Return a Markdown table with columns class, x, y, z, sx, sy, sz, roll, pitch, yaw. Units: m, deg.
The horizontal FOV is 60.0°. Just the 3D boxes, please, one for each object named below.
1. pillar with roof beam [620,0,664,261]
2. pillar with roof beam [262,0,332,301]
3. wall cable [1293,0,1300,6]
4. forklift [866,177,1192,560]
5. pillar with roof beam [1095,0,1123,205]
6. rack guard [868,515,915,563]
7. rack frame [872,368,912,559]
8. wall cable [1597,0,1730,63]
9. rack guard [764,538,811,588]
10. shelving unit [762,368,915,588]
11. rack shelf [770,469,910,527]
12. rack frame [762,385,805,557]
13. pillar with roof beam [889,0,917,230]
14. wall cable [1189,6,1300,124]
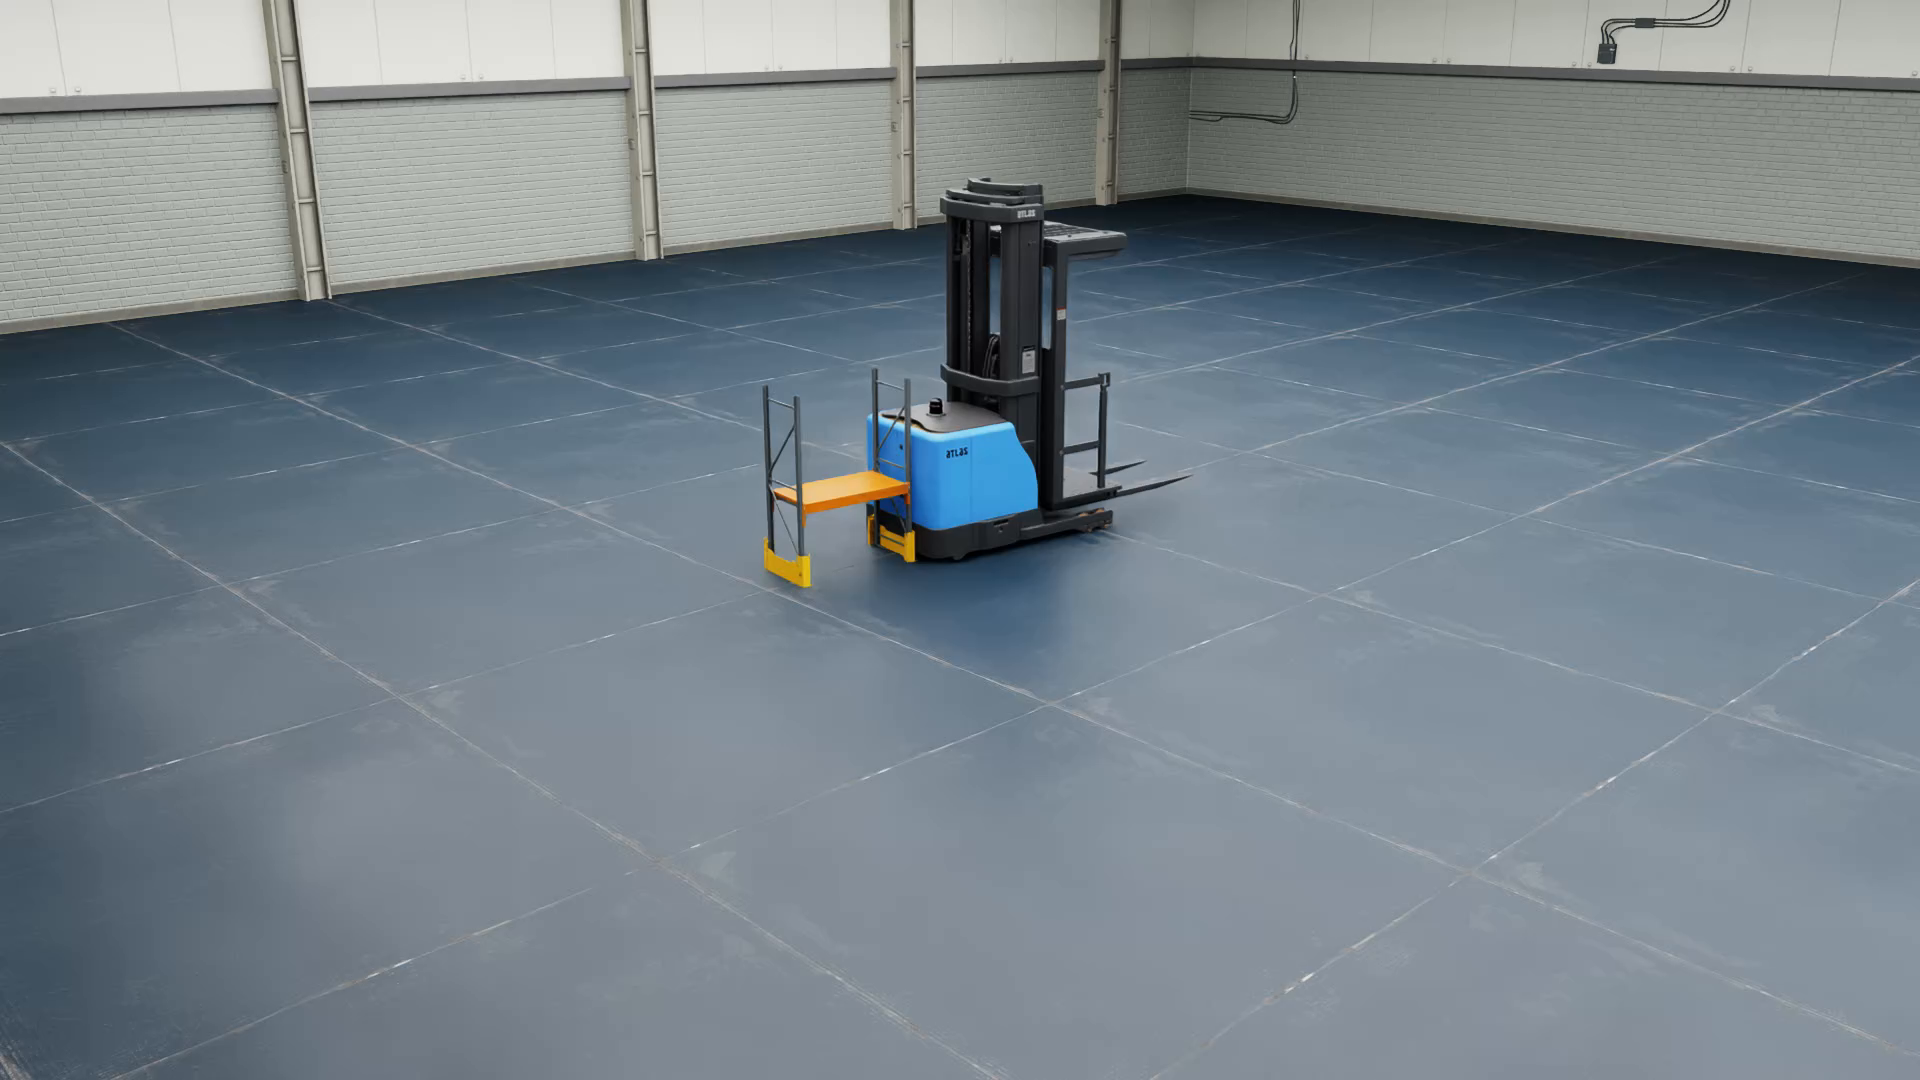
| class | x | y | z | sx | sy | sz | roll | pitch | yaw |
| --- | --- | --- | --- | --- | --- | --- | --- | --- | --- |
| pillar with roof beam | -2.506 | -8.268 | 24.894 | 0.400 | 9.000 | 9.100 | -16 | 24 | -41 |
| pillar with roof beam | -6.866 | -6.996 | 20.973 | 0.400 | 9.000 | 9.100 | -16 | 24 | -41 |
| wall cable | 8.163 | -12.422 | 34.554 | 0.112 | 2.526 | 3.097 | -16 | 24 | -41 |
| forklift | 0.696 | -1.573 | 14.084 | 3.031 | 2.935 | 1.130 | -13 | 22 | -35 |
| pillar with roof beam | 6.213 | -10.811 | 32.737 | 0.400 | 9.000 | 9.100 | -16 | 24 | -41 |
| rack guard | -0.564 | -0.012 | 13.616 | 0.087 | 0.250 | 0.587 | -13 | 22 | -35 |
| rack frame | -0.549 | -0.610 | 13.434 | 0.032 | 1.500 | 0.500 | -13 | 22 | -35 |
| wall cable | 12.815 | -11.590 | 29.627 | 0.169 | 6.003 | 2.305 | -16 | 24 | -41 |
| rack guard | -1.359 | 0.173 | 13.045 | 0.087 | 0.250 | 0.587 | -13 | 22 | -35 |
| shelving unit | -0.962 | -0.514 | 13.138 | 1.083 | 1.500 | 0.587 | -13 | 22 | -35 |
| rack shelf | -0.954 | -0.344 | 13.198 | 1.000 | 0.185 | 0.538 | -13 | 22 | -35 |
| rack frame | -1.360 | -0.421 | 12.852 | 0.032 | 1.500 | 0.500 | -13 | 22 | -35 |
| pillar with roof beam | 1.853 | -9.539 | 28.816 | 0.400 | 9.000 | 9.100 | -16 | 24 | -41 |
| wall cable | 6.305 | -10.626 | 37.203 | 0.112 | 2.526 | 3.097 | -16 | 24 | -41 |
